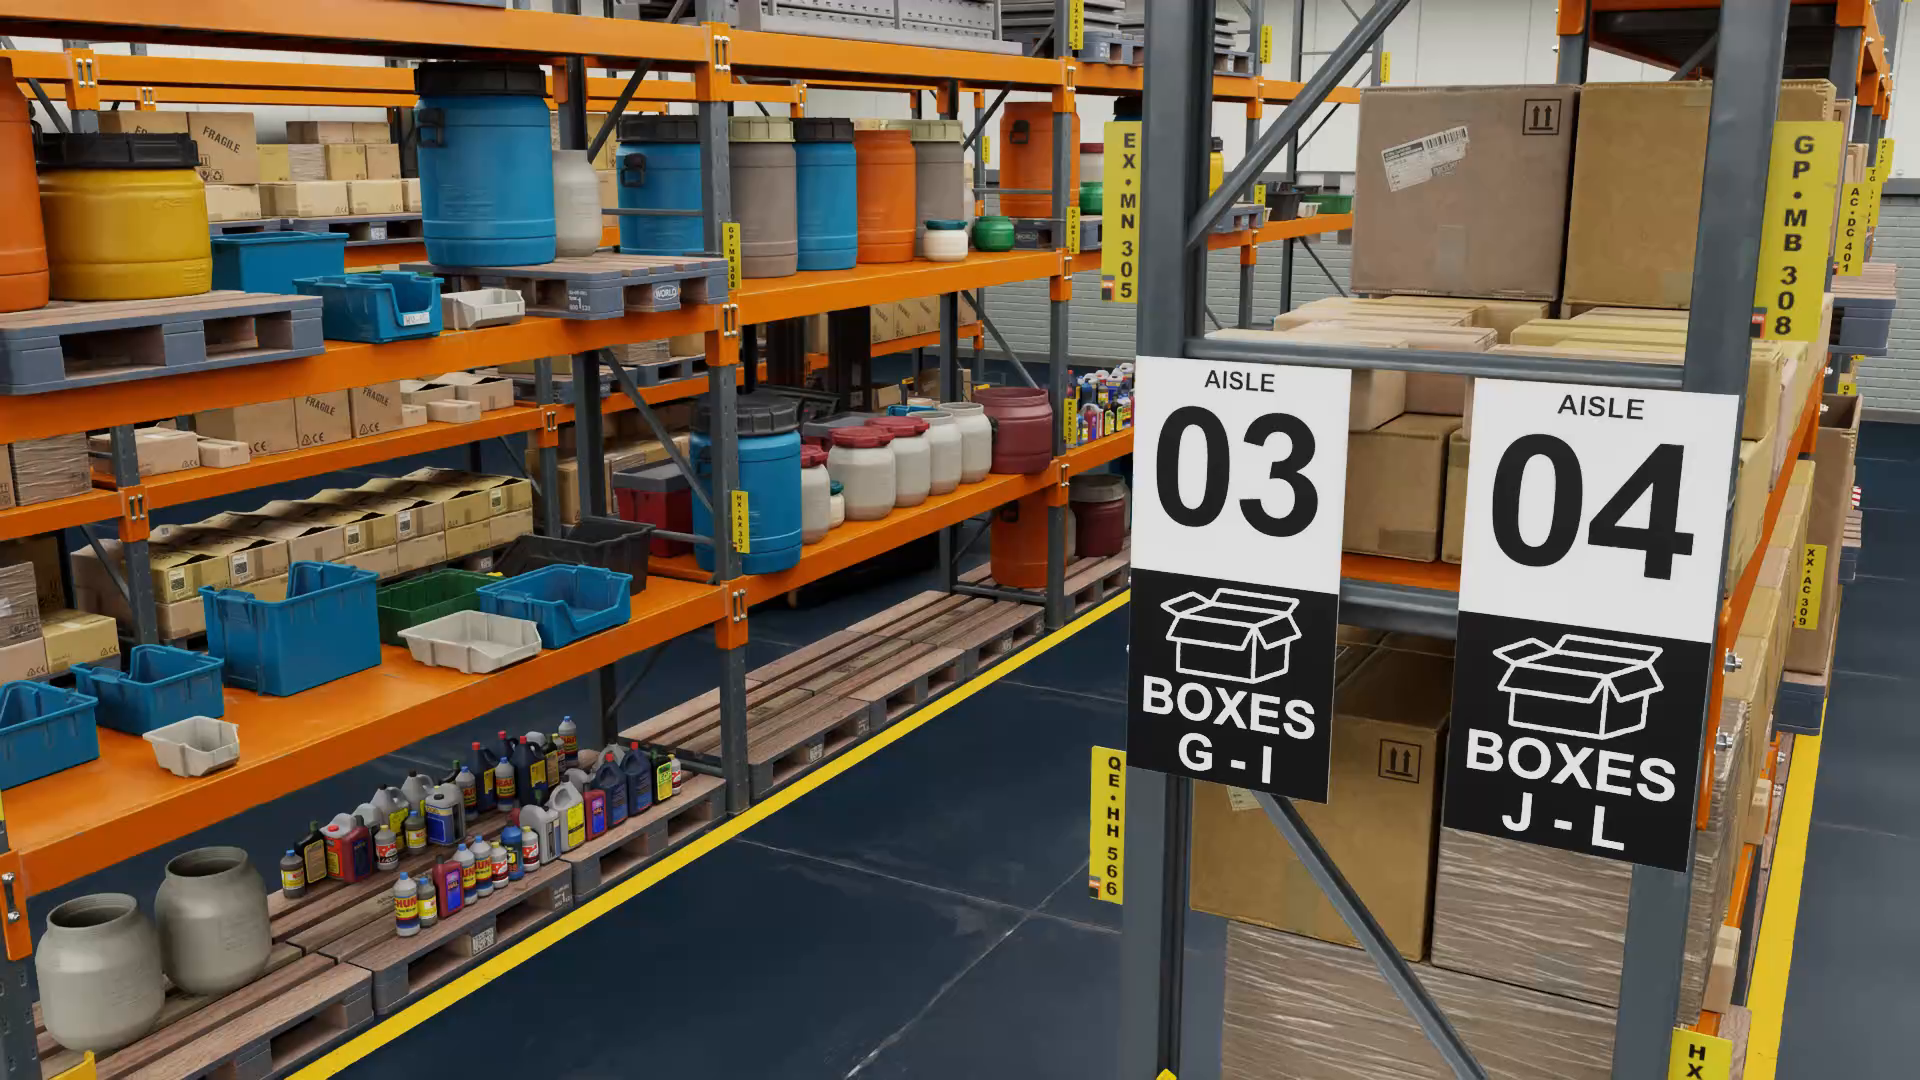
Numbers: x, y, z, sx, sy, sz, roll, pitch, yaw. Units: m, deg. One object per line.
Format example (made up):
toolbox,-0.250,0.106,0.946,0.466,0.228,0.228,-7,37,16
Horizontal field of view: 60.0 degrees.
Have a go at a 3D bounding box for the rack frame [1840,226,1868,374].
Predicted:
rack frame,6.585,-1.105,13.432,1.000,3.000,0.127,7,15,28

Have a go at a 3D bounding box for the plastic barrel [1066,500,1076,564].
plastic barrel,0.732,-0.068,13.545,0.421,0.512,0.421,0,14,0

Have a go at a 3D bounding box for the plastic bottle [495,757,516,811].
plastic bottle,-2.336,1.250,8.548,0.097,0.271,0.097,0,14,0

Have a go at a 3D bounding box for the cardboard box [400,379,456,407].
cardboard box,-4.621,-1.202,14.027,0.500,0.311,0.500,7,15,27

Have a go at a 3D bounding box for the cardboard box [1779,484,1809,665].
cardboard box,2.500,0.083,5.522,0.500,0.500,0.500,7,15,28

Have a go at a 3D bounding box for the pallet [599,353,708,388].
pallet,-3.083,-1.713,16.367,1.003,0.211,1.213,7,15,28

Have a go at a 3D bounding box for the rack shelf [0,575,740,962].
rack shelf,-2.585,0.735,7.334,1.077,0.370,4.000,7,15,28

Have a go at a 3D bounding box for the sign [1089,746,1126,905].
sign,0.308,0.574,3.326,0.100,0.325,0.005,7,15,28

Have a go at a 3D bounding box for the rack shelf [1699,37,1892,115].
rack shelf,5.618,-3.067,11.158,1.077,0.370,4.000,7,15,28

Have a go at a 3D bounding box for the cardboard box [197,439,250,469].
cardboard box,-5.345,-0.623,11.971,0.380,0.149,0.250,7,15,28

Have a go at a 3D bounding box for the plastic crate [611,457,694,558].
plastic crate,-1.652,-0.190,9.500,0.402,0.464,0.583,7,15,28

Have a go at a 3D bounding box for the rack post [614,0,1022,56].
rack post,-0.742,-3.452,9.942,1.013,1.000,3.121,7,15,28

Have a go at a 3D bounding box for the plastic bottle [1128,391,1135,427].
plastic bottle,1.406,-1.073,13.548,0.061,0.283,0.133,7,15,28

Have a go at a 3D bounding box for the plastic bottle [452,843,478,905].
plastic bottle,-2.237,1.501,7.504,0.097,0.271,0.097,0,14,0

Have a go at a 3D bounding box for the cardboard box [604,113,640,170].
cardboard box,-3.309,-3.698,15.443,0.500,0.500,0.500,7,15,28

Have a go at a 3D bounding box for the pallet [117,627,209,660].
pallet,-5.631,0.613,12.255,1.003,0.211,1.213,7,15,28

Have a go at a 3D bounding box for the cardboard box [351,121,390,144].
cardboard box,-6.964,-4.708,19.226,0.500,0.250,0.500,9,16,32

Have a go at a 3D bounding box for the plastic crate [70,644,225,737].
plastic crate,-3.253,0.599,6.682,0.499,0.251,0.408,7,15,28

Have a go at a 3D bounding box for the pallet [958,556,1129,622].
pallet,0.660,0.344,13.373,1.003,0.211,1.213,7,15,28

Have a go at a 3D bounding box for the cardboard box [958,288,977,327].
cardboard box,-0.130,-2.974,20.974,0.500,0.500,0.500,8,16,30

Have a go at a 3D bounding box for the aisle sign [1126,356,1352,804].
aisle sign,0.491,0.072,3.004,0.394,0.787,0.004,7,15,28

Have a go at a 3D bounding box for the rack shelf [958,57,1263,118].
rack shelf,1.282,-3.628,13.486,1.077,0.370,4.000,7,15,28

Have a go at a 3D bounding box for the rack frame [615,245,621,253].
rack frame,-4.490,-3.609,23.820,1.000,3.000,0.127,7,15,28

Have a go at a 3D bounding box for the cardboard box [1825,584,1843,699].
cardboard box,5.003,0.405,10.806,1.225,0.875,0.875,7,15,25

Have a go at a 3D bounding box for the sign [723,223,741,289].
sign,-1.142,-1.423,8.332,0.100,0.325,0.005,7,15,28

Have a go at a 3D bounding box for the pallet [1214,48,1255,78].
pallet,1.876,-4.123,14.407,1.003,0.211,1.213,7,15,28

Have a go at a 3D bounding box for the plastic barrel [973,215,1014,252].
plastic barrel,0.241,-2.172,11.789,0.294,0.245,0.294,0,14,0

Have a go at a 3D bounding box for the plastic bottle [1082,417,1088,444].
plastic bottle,0.935,-0.842,12.764,0.097,0.201,0.097,0,14,0

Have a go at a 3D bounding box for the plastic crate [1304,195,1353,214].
plastic crate,3.956,-3.607,17.864,0.450,0.188,0.336,7,15,28

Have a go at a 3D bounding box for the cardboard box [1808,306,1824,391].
cardboard box,2.464,-0.620,5.340,0.500,0.250,0.500,8,16,29

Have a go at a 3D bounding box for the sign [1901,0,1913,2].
sign,8.987,-5.270,15.747,0.100,0.325,0.005,7,15,28

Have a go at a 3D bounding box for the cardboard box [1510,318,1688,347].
cardboard box,1.343,-0.360,3.413,0.380,0.149,0.250,7,15,27

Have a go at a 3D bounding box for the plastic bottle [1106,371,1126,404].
plastic bottle,1.377,-1.347,14.700,0.152,0.276,0.135,7,15,28

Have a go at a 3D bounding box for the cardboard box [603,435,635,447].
cardboard box,-3.522,-0.731,16.275,0.500,0.500,0.500,7,15,26

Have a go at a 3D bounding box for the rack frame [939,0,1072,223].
rack frame,0.315,-3.762,11.653,1.000,3.000,0.127,7,15,28

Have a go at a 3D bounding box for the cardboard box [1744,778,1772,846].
cardboard box,2.545,0.895,5.675,0.380,0.149,0.250,7,15,28

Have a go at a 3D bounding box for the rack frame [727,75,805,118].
rack frame,-2.085,-5.144,17.388,1.000,3.000,0.127,7,15,28

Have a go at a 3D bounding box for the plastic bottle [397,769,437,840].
plastic bottle,-2.669,1.294,8.197,0.144,0.351,0.185,7,15,28

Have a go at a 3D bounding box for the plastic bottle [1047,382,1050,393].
plastic bottle,0.803,-1.215,13.995,0.144,0.351,0.185,7,15,28

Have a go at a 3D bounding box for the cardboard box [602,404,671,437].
cardboard box,-3.258,-1.211,16.669,0.500,0.250,0.500,7,15,27

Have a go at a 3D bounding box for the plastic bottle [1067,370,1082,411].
plastic bottle,0.957,-1.280,14.266,0.144,0.351,0.185,7,15,28

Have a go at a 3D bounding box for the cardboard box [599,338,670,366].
cardboard box,-3.204,-1.968,15.904,0.700,0.500,0.500,11,17,38

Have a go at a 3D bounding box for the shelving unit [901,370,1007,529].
shelving unit,-0.041,-0.712,15.002,0.538,1.500,1.048,7,15,28

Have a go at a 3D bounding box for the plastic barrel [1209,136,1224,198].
plastic barrel,1.985,-3.210,14.465,0.600,0.588,0.600,0,14,0

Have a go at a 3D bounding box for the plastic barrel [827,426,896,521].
plastic barrel,-0.609,-0.413,10.272,0.433,0.535,0.433,0,14,0

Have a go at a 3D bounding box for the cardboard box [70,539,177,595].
cardboard box,-6.008,0.158,11.970,0.500,0.311,0.500,7,15,28

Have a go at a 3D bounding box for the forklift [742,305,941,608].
forklift,-1.478,-1.019,13.222,1.130,2.935,3.031,11,17,37

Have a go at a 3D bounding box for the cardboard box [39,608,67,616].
cardboard box,-6.442,0.607,11.304,0.500,0.250,0.500,7,15,28

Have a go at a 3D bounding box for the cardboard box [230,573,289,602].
cardboard box,-5.293,0.387,12.217,0.500,0.250,0.500,8,16,29

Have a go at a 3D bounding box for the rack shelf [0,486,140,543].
rack shelf,-6.920,0.173,9.665,1.077,0.370,4.000,7,15,28

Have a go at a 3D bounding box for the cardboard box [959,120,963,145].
cardboard box,-0.386,-4.934,20.570,0.700,0.500,0.500,7,15,28

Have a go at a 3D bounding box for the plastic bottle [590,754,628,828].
plastic bottle,-1.770,1.253,8.364,0.144,0.351,0.185,7,15,25

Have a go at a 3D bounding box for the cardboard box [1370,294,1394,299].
cardboard box,1.280,-0.580,4.326,0.380,0.149,0.250,7,15,25
